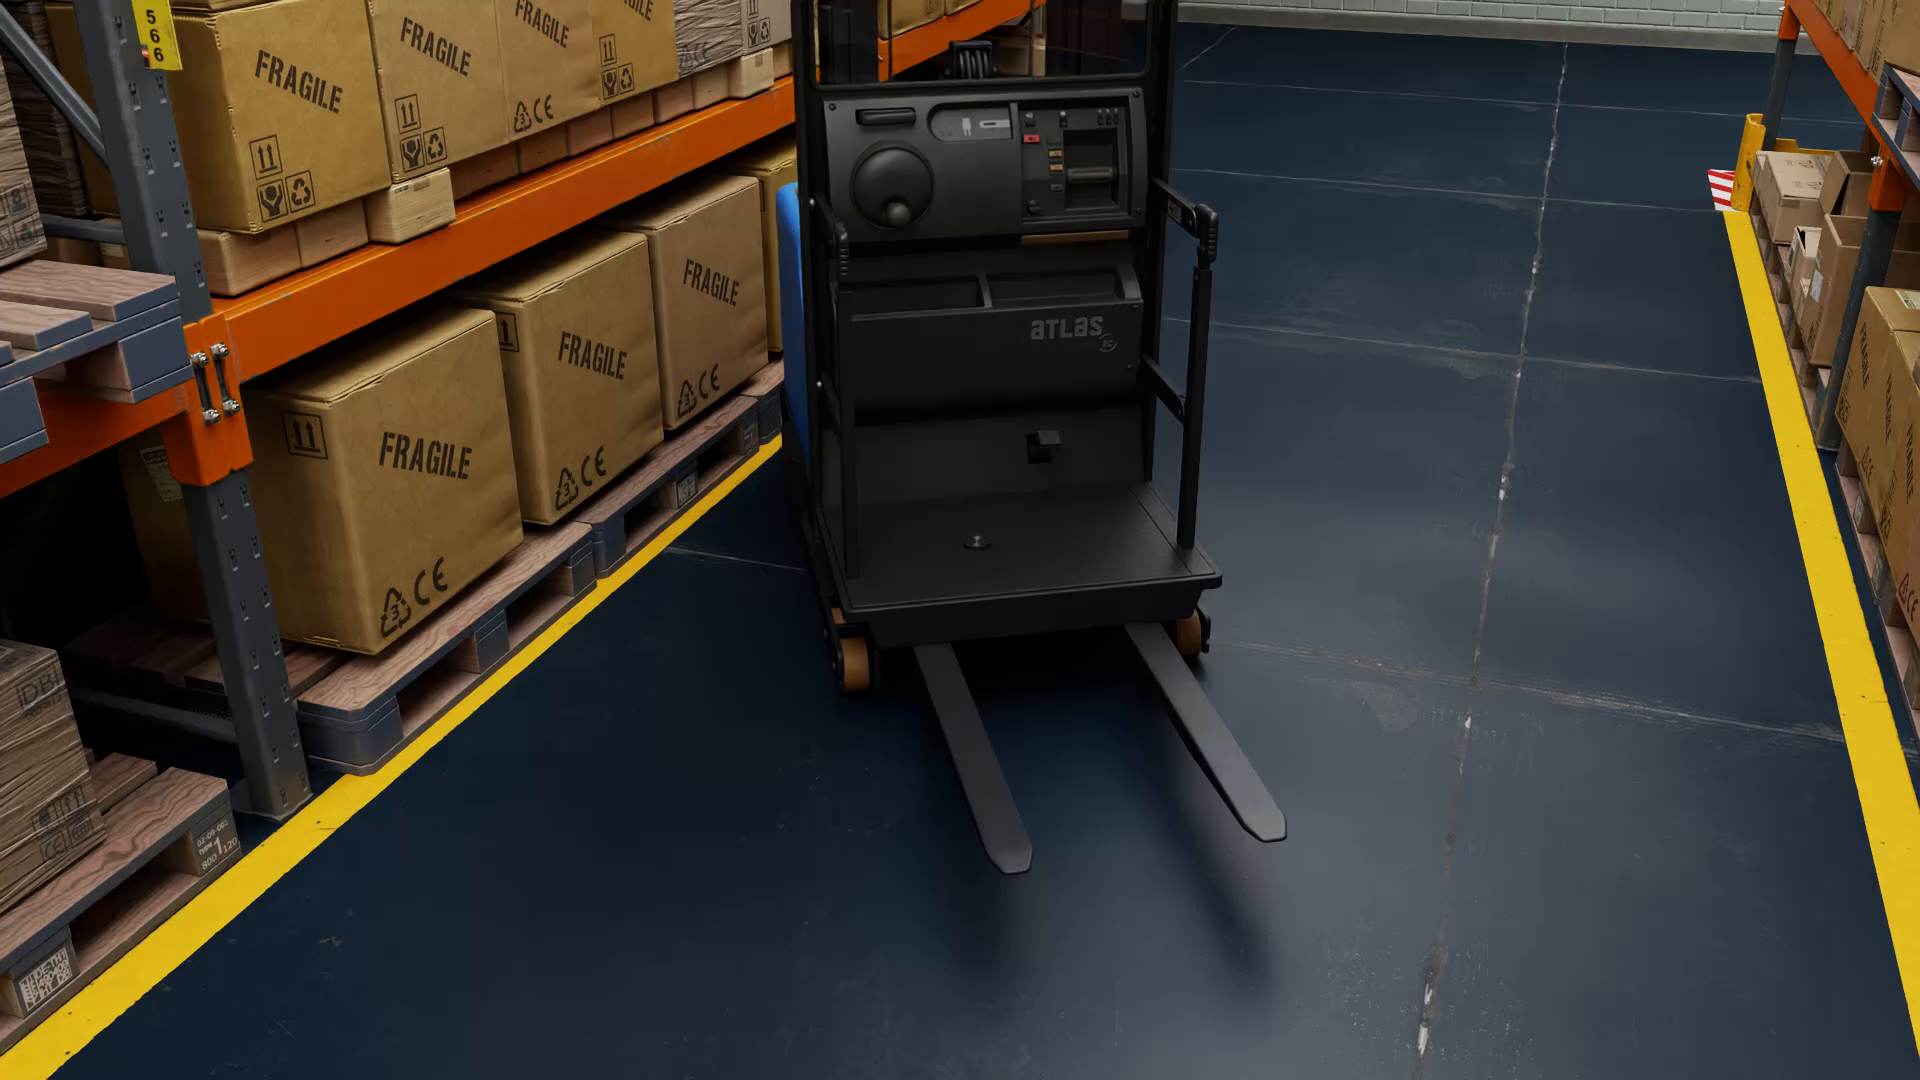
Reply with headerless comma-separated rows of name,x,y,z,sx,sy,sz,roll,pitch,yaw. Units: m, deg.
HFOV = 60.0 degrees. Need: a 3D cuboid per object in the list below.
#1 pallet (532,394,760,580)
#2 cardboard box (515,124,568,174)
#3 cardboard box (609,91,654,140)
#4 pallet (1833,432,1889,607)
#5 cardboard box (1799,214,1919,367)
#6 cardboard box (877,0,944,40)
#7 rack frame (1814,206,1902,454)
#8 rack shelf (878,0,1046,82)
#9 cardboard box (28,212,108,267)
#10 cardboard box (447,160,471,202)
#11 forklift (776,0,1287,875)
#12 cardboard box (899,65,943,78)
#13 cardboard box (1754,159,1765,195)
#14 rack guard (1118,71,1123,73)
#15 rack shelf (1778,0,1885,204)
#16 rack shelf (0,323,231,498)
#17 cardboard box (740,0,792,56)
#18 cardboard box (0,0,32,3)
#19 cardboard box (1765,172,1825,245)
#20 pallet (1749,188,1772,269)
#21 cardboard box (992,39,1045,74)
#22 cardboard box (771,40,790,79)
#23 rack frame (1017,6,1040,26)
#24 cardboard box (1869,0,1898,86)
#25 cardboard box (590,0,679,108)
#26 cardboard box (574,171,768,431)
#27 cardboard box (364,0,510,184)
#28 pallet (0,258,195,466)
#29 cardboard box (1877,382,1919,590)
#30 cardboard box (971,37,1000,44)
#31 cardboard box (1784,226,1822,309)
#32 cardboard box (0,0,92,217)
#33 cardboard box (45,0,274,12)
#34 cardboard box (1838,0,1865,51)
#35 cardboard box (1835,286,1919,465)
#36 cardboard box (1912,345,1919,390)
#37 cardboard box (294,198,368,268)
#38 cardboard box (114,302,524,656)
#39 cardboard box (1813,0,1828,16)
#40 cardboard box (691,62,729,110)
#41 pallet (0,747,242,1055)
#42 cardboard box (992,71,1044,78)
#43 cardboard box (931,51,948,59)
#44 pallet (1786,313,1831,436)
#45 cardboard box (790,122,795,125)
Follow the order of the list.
pallet,-1.441,-0.278,6.082,1.003,0.211,1.213,9,27,17
cardboard box,-1.452,-1.251,5.156,0.380,0.149,0.250,9,27,18
cardboard box,-1.260,-1.457,5.582,0.380,0.149,0.250,10,27,19
pallet,3.587,-0.052,5.616,1.003,0.211,1.213,9,27,17
cardboard box,3.744,-0.995,6.727,0.500,0.500,0.500,9,27,17
cardboard box,-0.655,-2.720,7.581,0.980,0.700,0.700,9,27,18
rack frame,3.822,-1.647,5.710,1.000,3.000,0.127,9,27,17
rack shelf,-0.185,-2.862,9.045,1.077,0.370,4.000,9,27,17
cardboard box,-2.315,-0.787,4.199,0.380,0.149,0.250,9,27,18
cardboard box,-1.626,-1.038,4.718,0.380,0.149,0.250,8,27,17
forklift,0.125,-1.051,4.556,1.130,2.935,3.031,-5,26,-10
cardboard box,-0.311,-2.517,9.148,0.380,0.149,0.250,8,27,17
cardboard box,4.606,-1.989,9.162,0.380,0.166,0.250,9,27,17
rack guard,0.488,-2.893,11.151,1.175,0.500,0.348,9,27,17
rack shelf,4.487,-2.145,7.564,1.077,0.370,4.000,9,27,17
rack shelf,-2.848,0.425,2.255,1.077,0.370,4.000,9,27,17
cardboard box,-0.927,-2.115,6.196,0.500,0.500,0.500,9,27,18
cardboard box,-2.276,-1.470,4.004,0.500,0.250,0.500,10,27,19
cardboard box,4.371,-1.658,8.383,0.500,0.250,0.500,9,27,17
pallet,4.863,-1.677,8.971,1.003,0.211,1.213,9,27,17
cardboard box,0.386,-2.877,9.893,0.380,0.149,0.250,9,27,19
cardboard box,-0.887,-1.873,6.442,0.380,0.149,0.250,10,27,19
rack frame,0.480,-4.008,10.586,1.000,3.000,0.127,9,27,17
cardboard box,3.746,-1.935,6.189,0.500,0.500,0.500,9,27,18
cardboard box,-1.264,-1.703,5.347,0.500,0.500,0.500,10,27,19
cardboard box,-1.238,-0.934,6.222,0.750,0.750,0.750,10,27,19
cardboard box,-1.596,-1.284,4.482,0.500,0.500,0.500,10,27,19
pallet,-2.319,-0.326,3.201,1.213,0.211,1.003,9,27,17
cardboard box,3.090,-0.132,4.943,0.500,0.500,0.500,9,27,18
cardboard box,0.027,-2.934,10.009,0.380,0.149,0.250,9,27,18
cardboard box,3.993,-1.219,7.405,0.500,0.311,0.500,9,27,17
cardboard box,-2.274,-1.140,4.184,0.500,0.500,0.500,9,27,18
cardboard box,-1.778,-1.407,3.874,0.500,0.250,0.500,9,27,19
cardboard box,4.085,-2.358,7.064,0.500,0.500,0.500,9,27,19
cardboard box,3.431,-0.557,5.821,0.500,0.500,0.500,8,27,15
cardboard box,3.098,-0.483,4.809,0.500,0.250,0.500,9,27,18
cardboard box,-1.762,-0.820,4.267,0.380,0.149,0.250,9,27,18
cardboard box,-1.814,-0.225,4.757,0.750,0.750,0.750,8,27,17
cardboard box,4.420,-2.773,7.921,0.500,0.500,0.500,9,27,17
cardboard box,-1.063,-1.665,6.012,0.380,0.149,0.250,9,27,17
pallet,-2.444,0.856,3.740,1.003,0.211,1.213,9,27,17
cardboard box,0.175,-2.564,9.990,0.700,0.500,0.500,9,27,17
cardboard box,-0.141,-2.726,9.581,0.380,0.149,0.250,9,27,18
pallet,4.051,-0.674,6.900,1.003,0.211,1.213,9,27,17
cardboard box,-0.741,-1.982,8.043,0.380,0.149,0.250,9,27,17
